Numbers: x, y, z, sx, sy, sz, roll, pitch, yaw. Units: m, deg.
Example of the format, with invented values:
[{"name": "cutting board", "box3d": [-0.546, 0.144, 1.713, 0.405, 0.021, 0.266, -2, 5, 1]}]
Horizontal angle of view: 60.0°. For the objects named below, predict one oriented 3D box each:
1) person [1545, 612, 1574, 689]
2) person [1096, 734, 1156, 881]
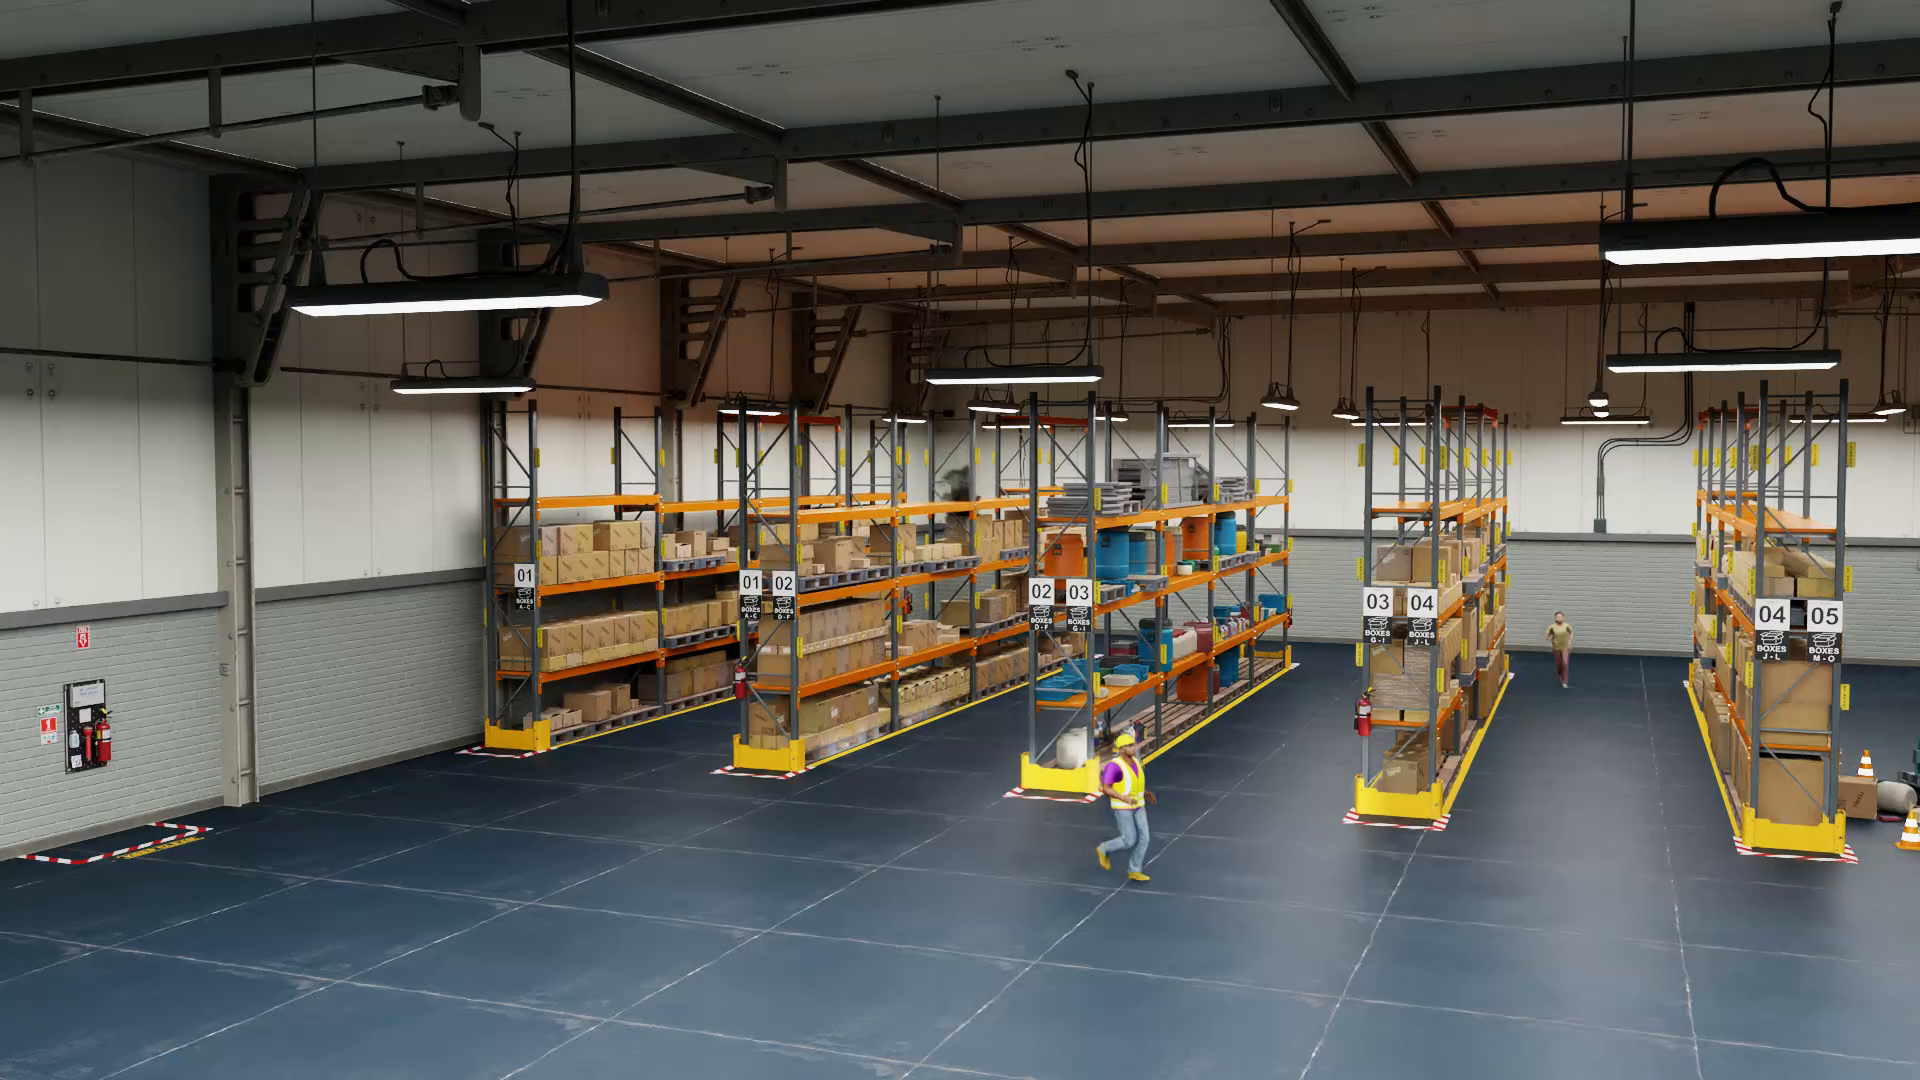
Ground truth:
[{"name": "person", "box3d": [13.152, 2.402, 36.490, 0.609, 1.633, 0.872, 1, 3, 15]}, {"name": "person", "box3d": [1.975, 3.165, 19.764, 0.706, 1.723, 0.706, -3, 4, -44]}]
